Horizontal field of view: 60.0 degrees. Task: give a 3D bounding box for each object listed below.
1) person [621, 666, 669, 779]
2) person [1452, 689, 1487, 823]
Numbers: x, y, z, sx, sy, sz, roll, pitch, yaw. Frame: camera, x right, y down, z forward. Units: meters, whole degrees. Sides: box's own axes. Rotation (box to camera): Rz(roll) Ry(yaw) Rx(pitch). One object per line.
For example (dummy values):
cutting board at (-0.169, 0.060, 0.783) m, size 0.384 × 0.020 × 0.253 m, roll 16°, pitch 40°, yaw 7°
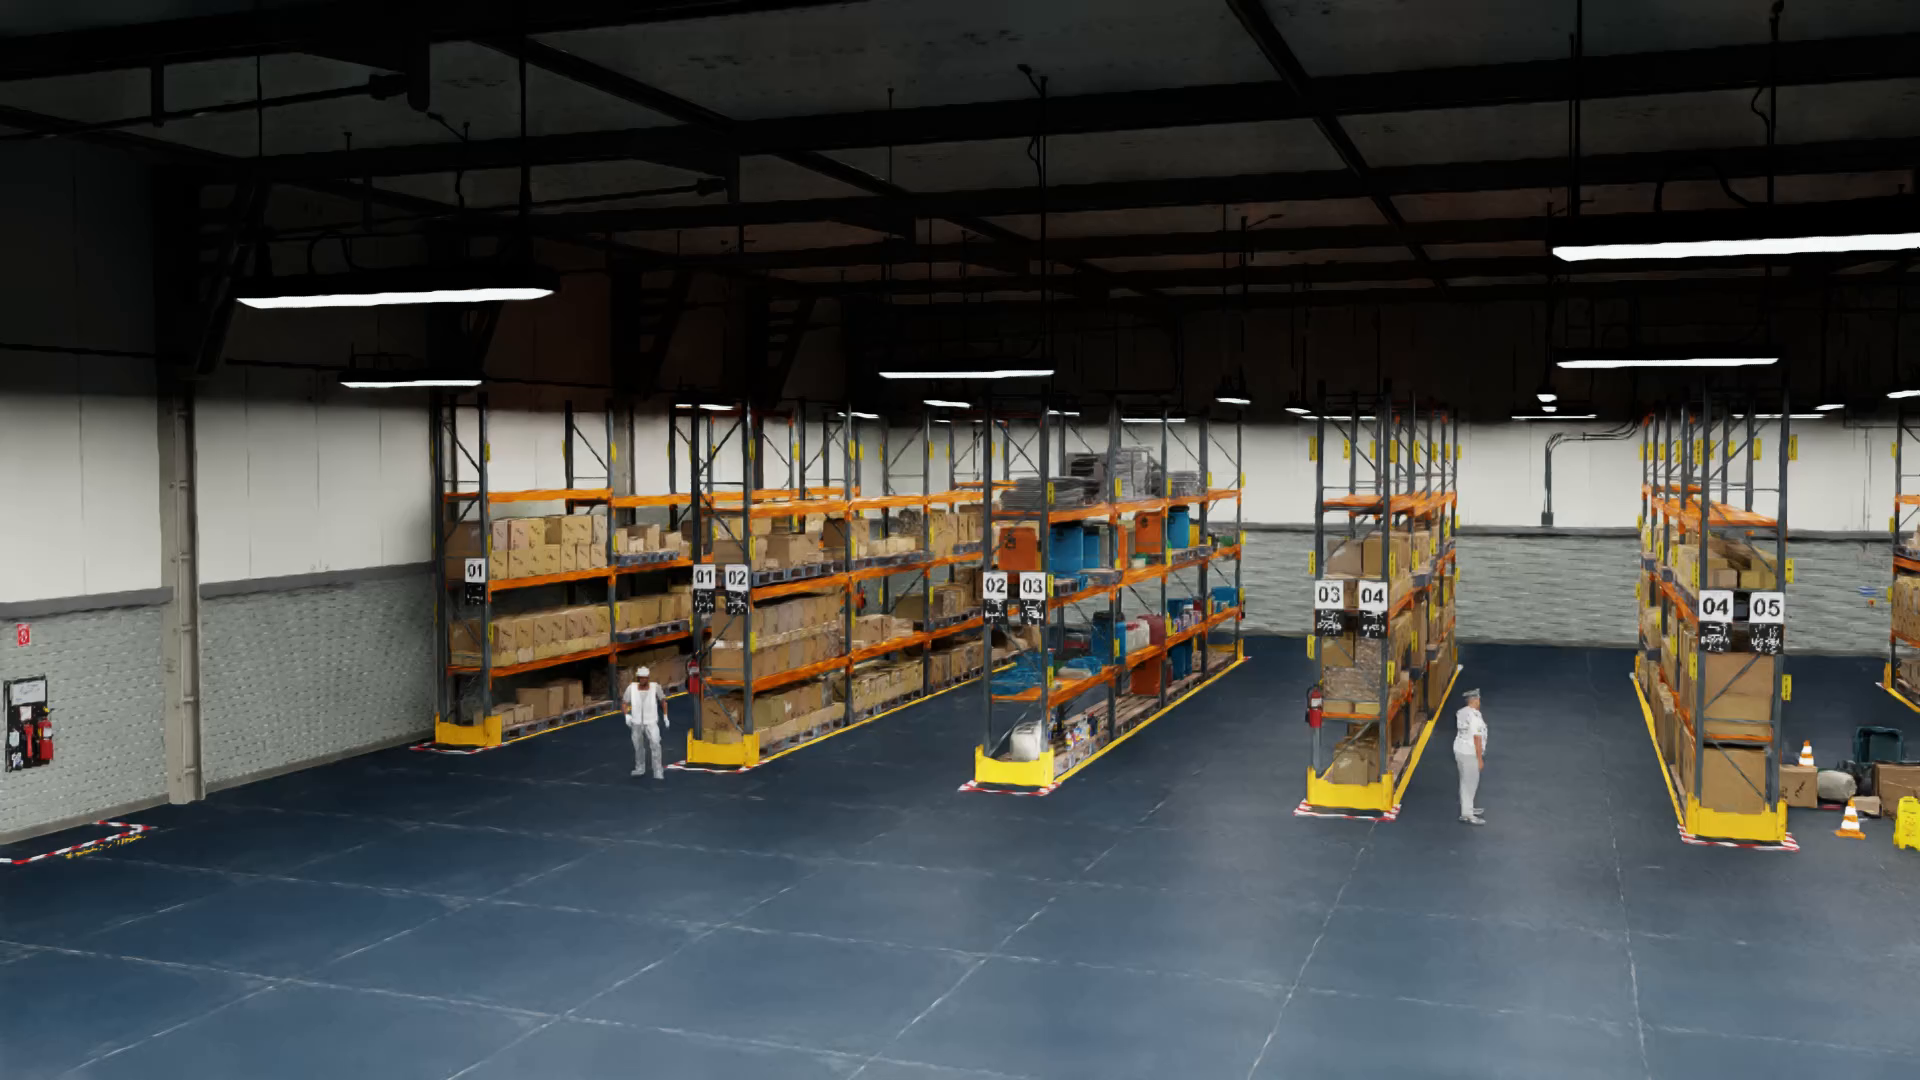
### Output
person at (-4.816, 2.776, 25.430) m, size 0.687 × 1.721 × 0.777 m, roll 0°, pitch 3°, yaw -1°
person at (6.963, 2.906, 22.555) m, size 0.492 × 1.767 × 0.627 m, roll 0°, pitch 3°, yaw -8°
